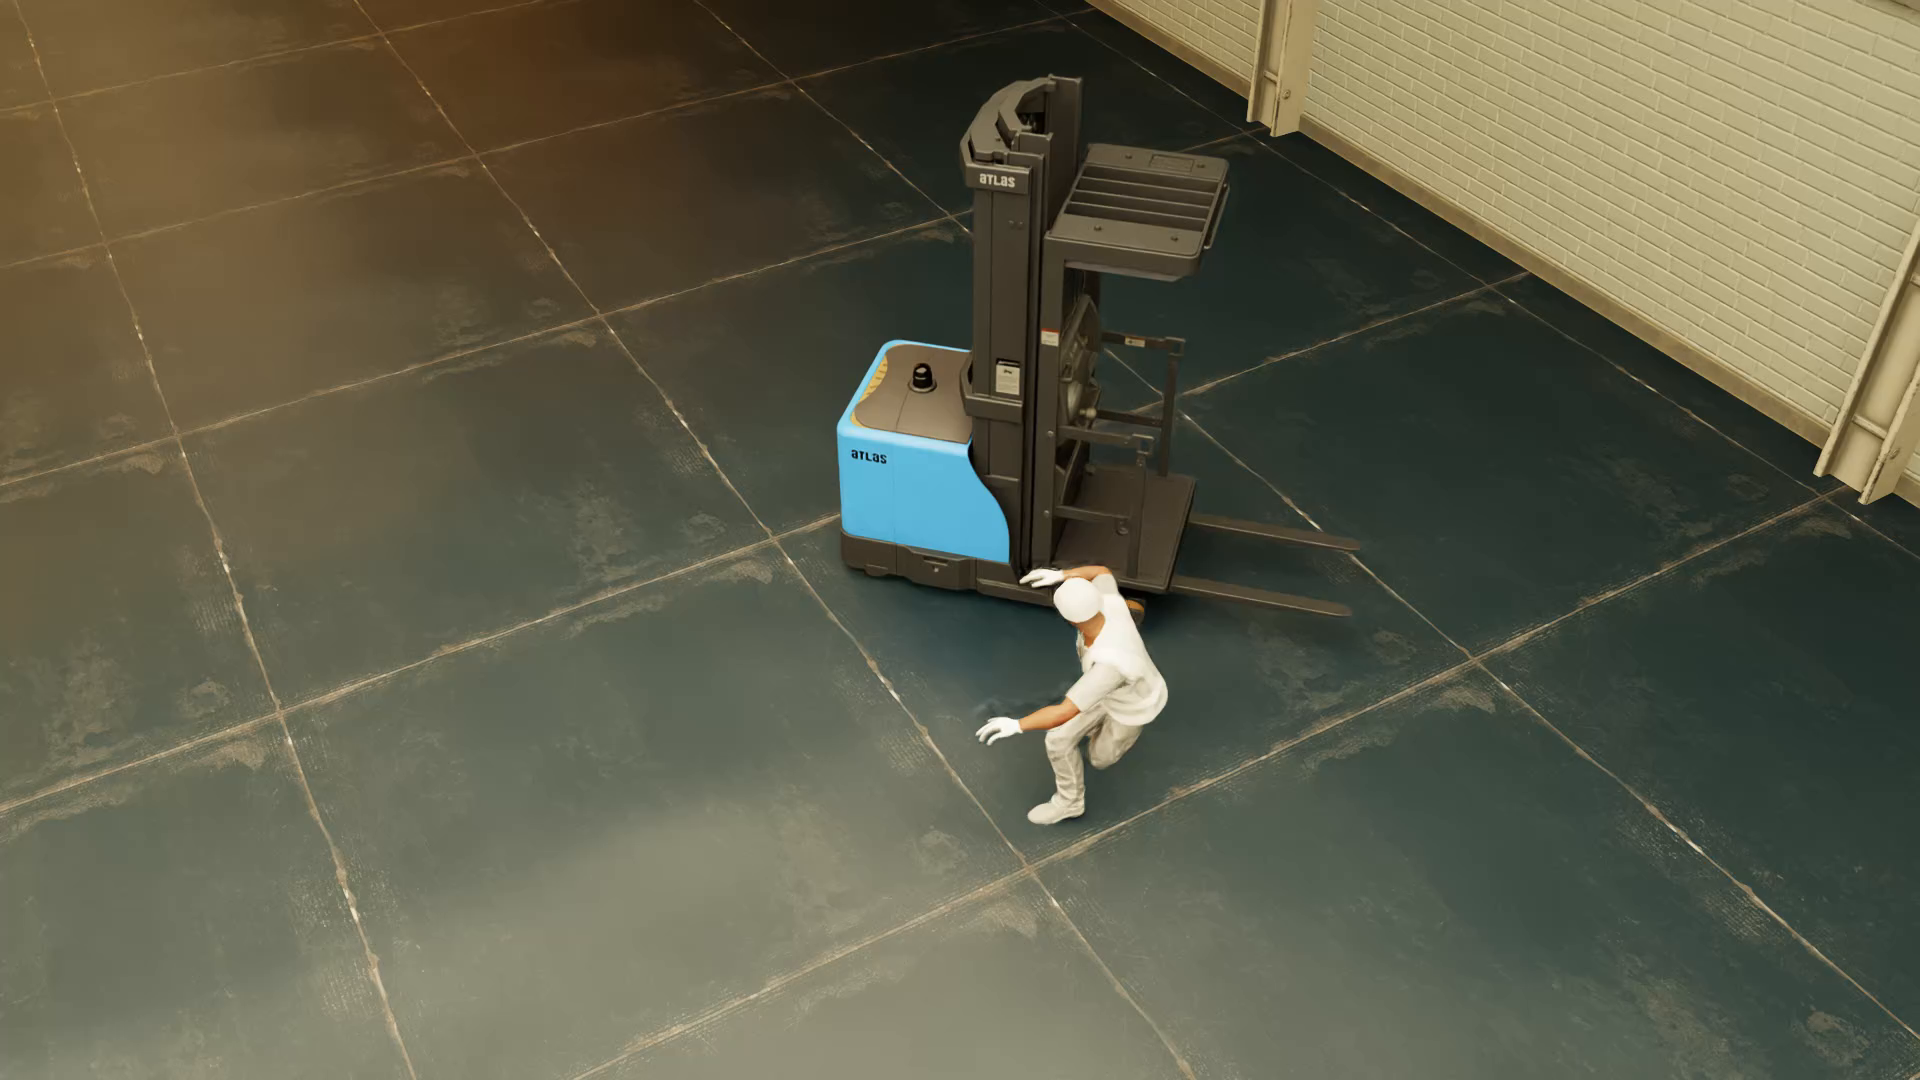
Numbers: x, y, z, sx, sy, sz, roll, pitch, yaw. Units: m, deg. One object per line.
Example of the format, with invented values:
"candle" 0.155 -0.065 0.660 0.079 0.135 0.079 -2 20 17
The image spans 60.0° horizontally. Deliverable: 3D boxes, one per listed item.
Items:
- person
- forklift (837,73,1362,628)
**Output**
"person" 0.486 0.733 8.288 1.166 1.514 0.903 -21 44 -24
"forklift" 0.856 -0.989 9.229 3.031 2.935 1.130 10 41 12
